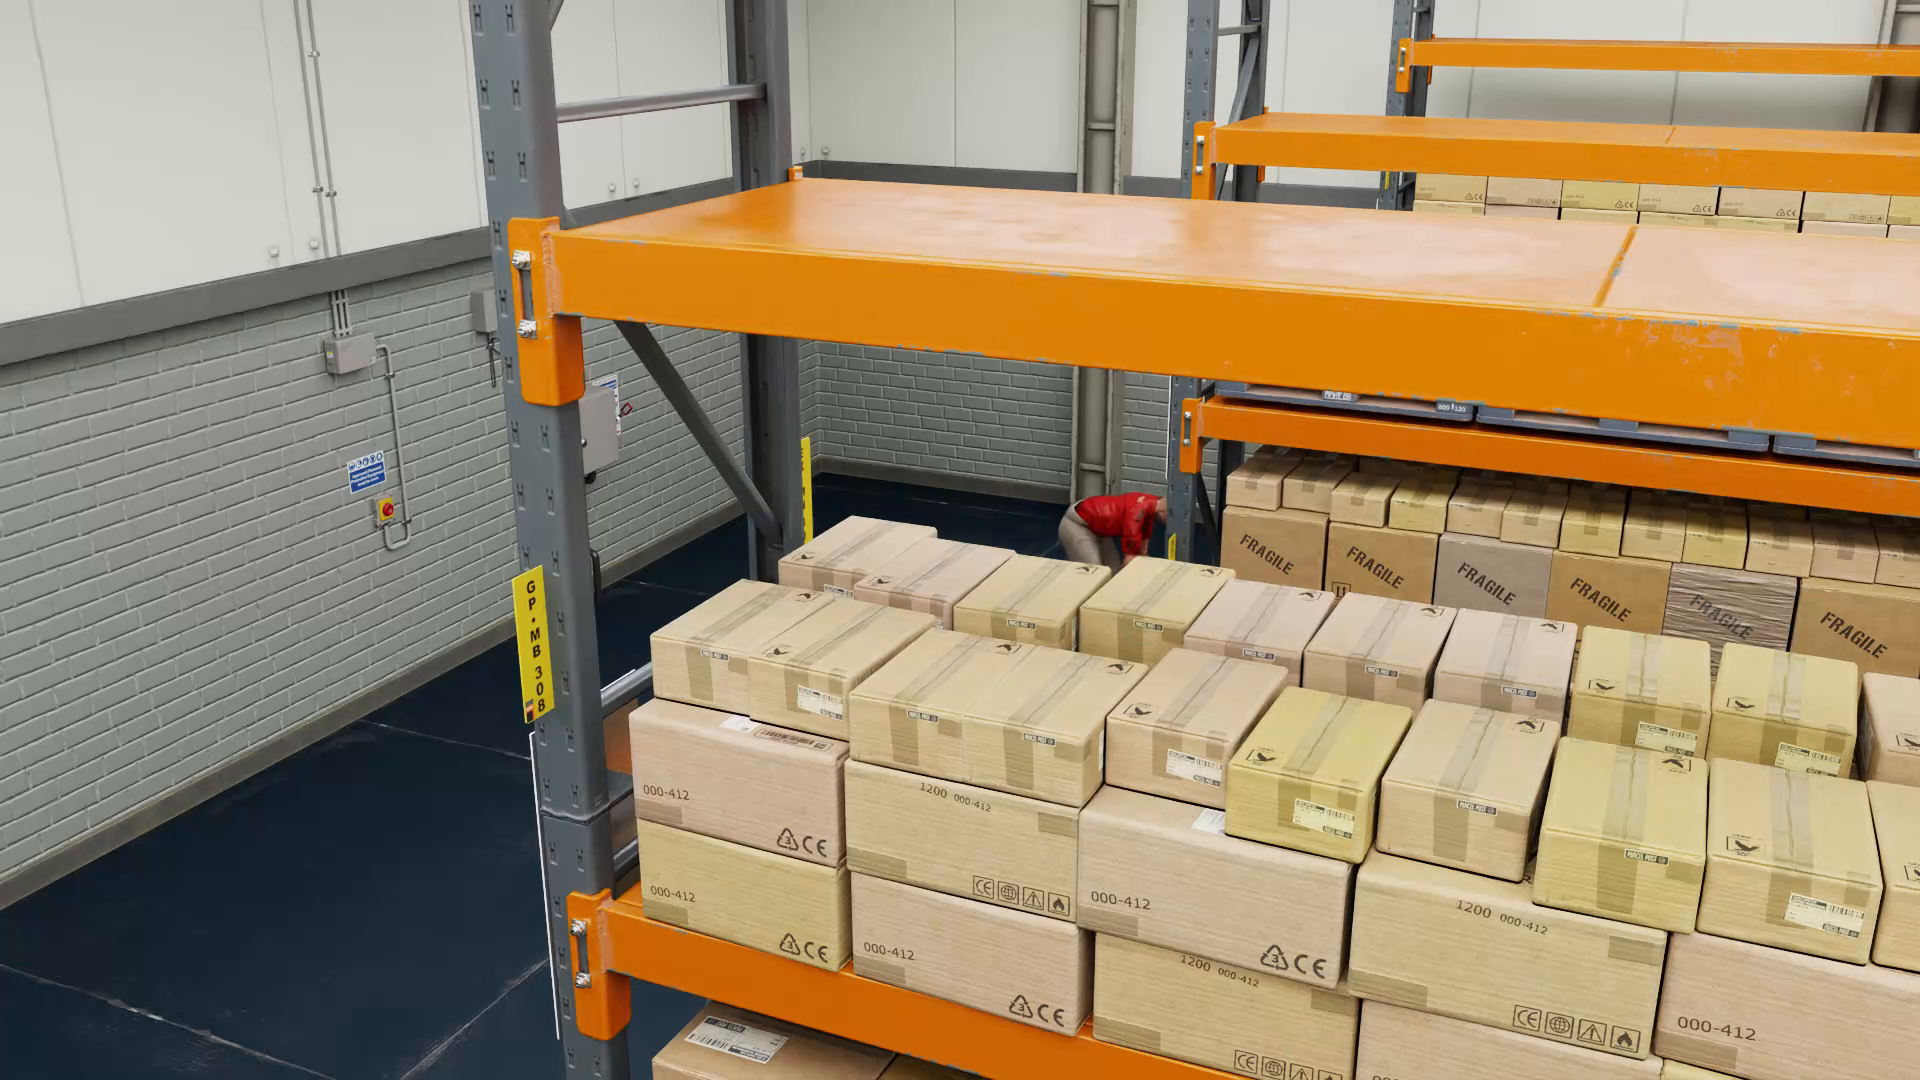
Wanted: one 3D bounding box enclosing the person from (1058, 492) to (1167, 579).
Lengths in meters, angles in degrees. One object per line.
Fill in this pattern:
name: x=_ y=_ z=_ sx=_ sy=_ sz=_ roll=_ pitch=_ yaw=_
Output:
person: x=1.200 y=0.207 z=12.378 sx=0.940 sy=1.156 sz=0.485 roll=8 pitch=20 yaw=21
